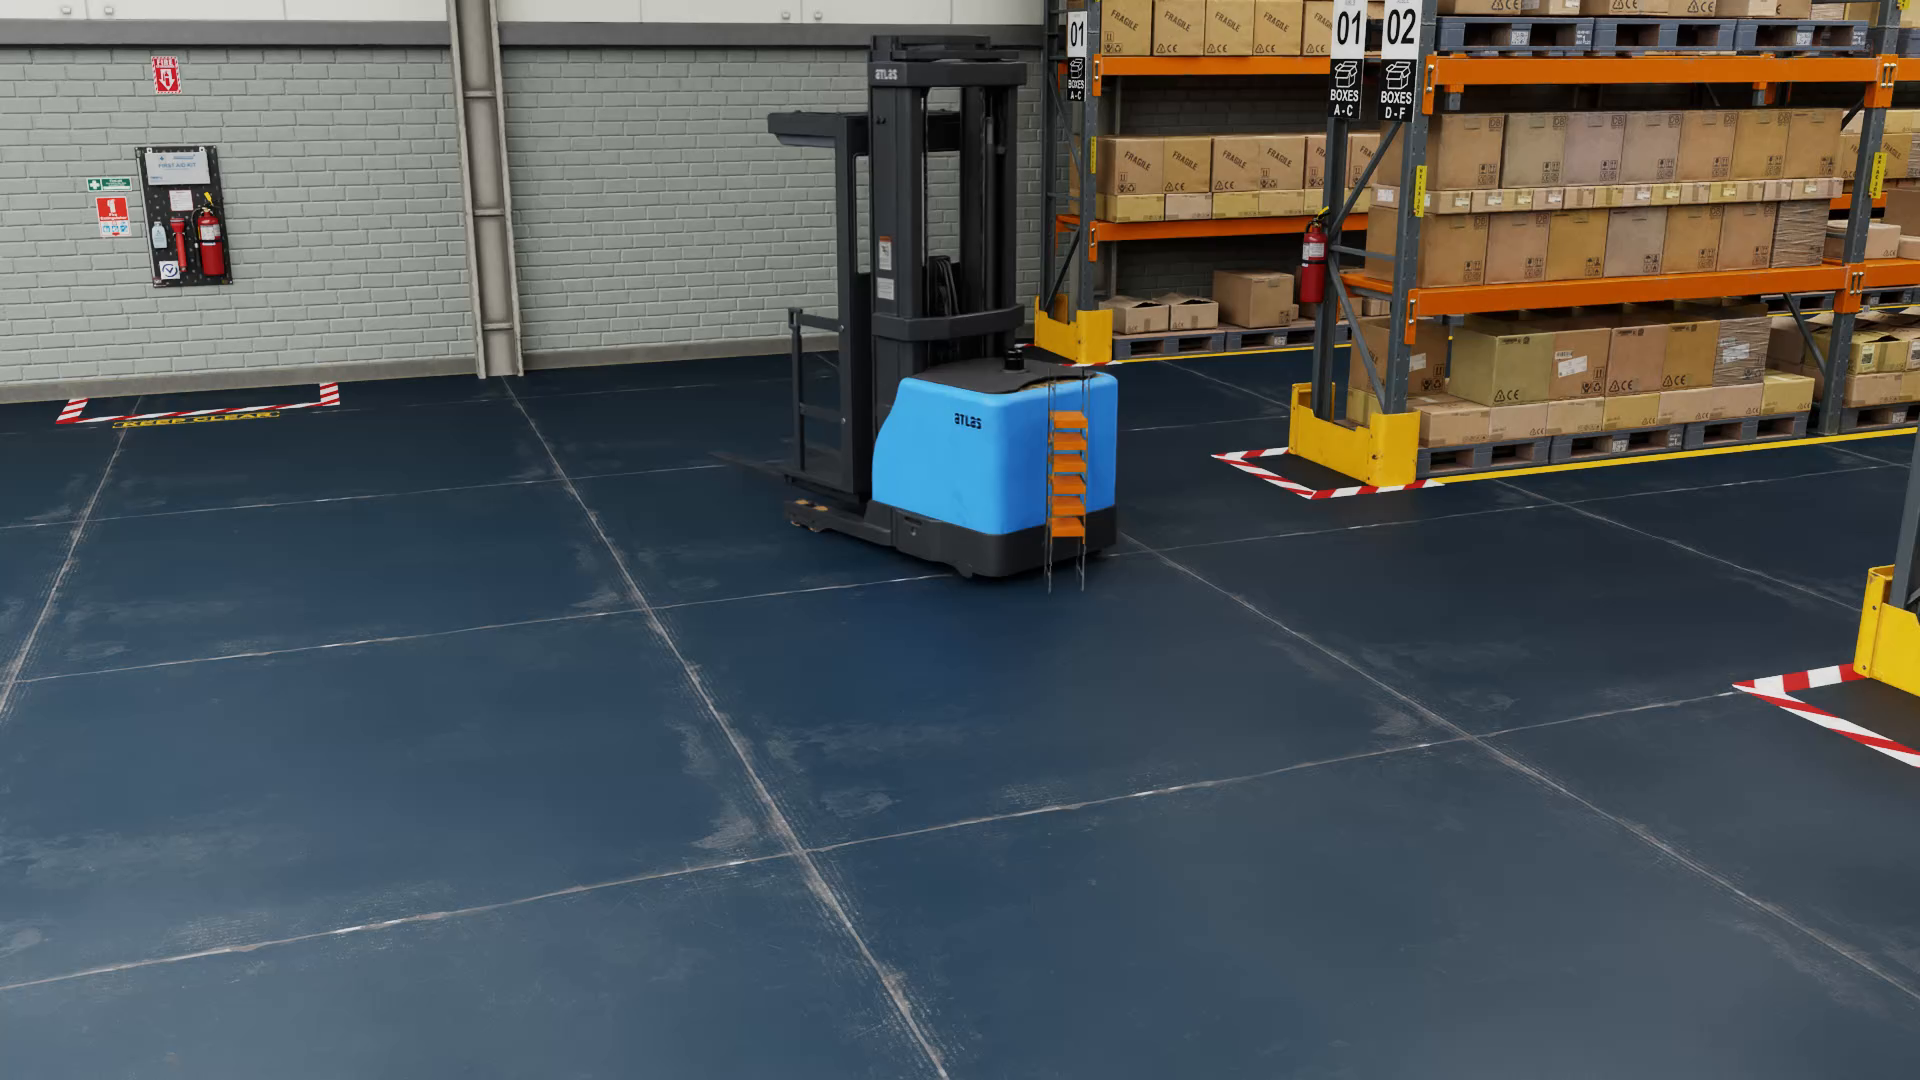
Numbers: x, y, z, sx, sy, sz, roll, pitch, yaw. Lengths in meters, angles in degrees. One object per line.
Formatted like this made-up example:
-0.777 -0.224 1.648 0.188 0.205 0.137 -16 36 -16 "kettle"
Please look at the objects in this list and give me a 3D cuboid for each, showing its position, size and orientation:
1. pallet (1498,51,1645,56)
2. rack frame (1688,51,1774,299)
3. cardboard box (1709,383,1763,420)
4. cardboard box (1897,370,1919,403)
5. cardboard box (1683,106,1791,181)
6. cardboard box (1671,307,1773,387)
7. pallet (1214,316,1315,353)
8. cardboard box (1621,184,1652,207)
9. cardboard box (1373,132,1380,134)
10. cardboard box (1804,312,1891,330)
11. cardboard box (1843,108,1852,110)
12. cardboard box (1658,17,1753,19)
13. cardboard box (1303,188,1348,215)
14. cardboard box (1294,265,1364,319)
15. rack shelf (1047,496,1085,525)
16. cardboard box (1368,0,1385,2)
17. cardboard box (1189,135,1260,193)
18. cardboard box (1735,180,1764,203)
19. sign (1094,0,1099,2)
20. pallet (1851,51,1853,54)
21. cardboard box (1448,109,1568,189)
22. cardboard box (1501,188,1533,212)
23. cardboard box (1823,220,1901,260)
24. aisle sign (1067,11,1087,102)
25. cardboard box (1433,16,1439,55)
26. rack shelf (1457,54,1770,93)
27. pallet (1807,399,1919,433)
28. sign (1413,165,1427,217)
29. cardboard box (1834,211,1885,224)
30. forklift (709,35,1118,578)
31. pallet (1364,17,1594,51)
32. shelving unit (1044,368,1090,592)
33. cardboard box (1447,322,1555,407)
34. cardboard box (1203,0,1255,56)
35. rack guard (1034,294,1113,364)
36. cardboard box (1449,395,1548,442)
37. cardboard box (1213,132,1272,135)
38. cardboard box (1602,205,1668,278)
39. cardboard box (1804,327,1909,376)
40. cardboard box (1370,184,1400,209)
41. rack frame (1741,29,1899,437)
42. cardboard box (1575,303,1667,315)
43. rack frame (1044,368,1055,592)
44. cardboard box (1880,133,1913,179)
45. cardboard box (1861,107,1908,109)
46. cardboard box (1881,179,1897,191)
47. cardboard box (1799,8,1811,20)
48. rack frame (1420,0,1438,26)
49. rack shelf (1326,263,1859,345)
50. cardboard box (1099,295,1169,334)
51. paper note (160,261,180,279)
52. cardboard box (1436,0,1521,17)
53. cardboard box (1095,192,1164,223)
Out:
6.348 -5.162 17.364 1.003 0.211 1.213 -6 17 -20 "pallet"
8.501 -4.077 18.658 0.127 3.000 1.000 -6 17 -20 "rack frame"
5.717 -1.101 12.658 0.500 0.250 0.500 -6 17 -20 "cardboard box"
7.485 -1.280 13.267 0.500 0.250 0.500 -6 17 -19 "cardboard box"
5.659 -2.944 12.318 0.500 0.500 0.700 -6 17 -20 "cardboard box"
5.716 -1.461 12.554 0.500 0.500 0.500 -6 17 -20 "cardboard box"
3.010 -2.135 16.993 1.213 0.211 1.003 -6 17 -20 "pallet"
4.686 -2.464 11.838 0.250 0.149 0.380 -6 17 -20 "cardboard box"
4.435 -3.842 16.758 0.500 0.500 0.500 -6 17 -20 "cardboard box"
7.301 -1.692 13.677 0.500 0.311 0.500 -6 17 -19 "cardboard box"
10.272 -4.905 19.405 0.500 0.250 0.500 -7 18 -21 "cardboard box"
5.473 -4.000 12.237 0.500 0.311 0.500 -7 18 -23 "cardboard box"
3.500 -3.381 16.519 0.500 0.250 0.500 -6 17 -20 "cardboard box"
3.811 -2.570 17.183 0.500 0.500 0.500 -8 18 -24 "cardboard box"
0.580 -0.167 9.118 0.180 0.103 0.258 -1 16 -4 "rack shelf"
3.884 -5.470 16.091 0.500 0.500 0.500 -5 17 -17 "cardboard box"
2.534 -3.635 16.051 0.500 0.500 0.500 -7 18 -22 "cardboard box"
5.645 -2.568 12.191 0.250 0.149 0.380 -6 17 -20 "cardboard box"
1.225 -4.986 14.880 0.005 0.325 0.100 -6 17 -20 "sign"
10.127 -5.618 18.917 1.213 0.211 1.003 -5 17 -18 "pallet"
3.786 -2.741 11.630 0.500 0.500 0.700 -7 18 -22 "cardboard box"
3.729 -2.362 11.488 0.250 0.149 0.380 -6 17 -20 "cardboard box"
6.986 -2.360 13.077 0.500 0.250 0.500 -5 17 -17 "cardboard box"
1.071 -4.432 15.252 0.004 0.787 0.394 -6 17 -20 "aisle sign"
4.381 -5.054 16.449 0.500 0.500 0.500 -6 17 -19 "cardboard box"
6.634 -4.969 17.650 4.000 0.370 1.077 -6 17 -20 "rack shelf"
7.216 -1.117 13.529 1.213 0.211 1.003 -6 17 -20 "pallet"
3.000 -2.274 10.842 0.005 0.325 0.100 -6 17 -20 "sign"
10.847 -3.460 19.628 0.750 0.750 0.750 -6 17 -18 "cardboard box"
-0.446 -1.535 10.124 1.130 2.935 3.031 -14 22 -40 "forklift"
3.476 -3.429 11.284 1.213 0.211 1.003 -6 17 -20 "pallet"
0.581 -0.325 9.072 0.189 1.200 0.258 -1 16 -4 "shelving unit"
3.853 -1.256 11.855 0.500 0.500 0.500 -6 17 -20 "cardboard box"
2.430 -4.833 15.697 0.500 0.500 0.500 -5 17 -18 "cardboard box"
1.102 -2.079 16.290 0.348 0.500 1.175 -6 17 -20 "rack guard"
3.853 -0.897 11.962 0.500 0.250 0.500 -6 17 -20 "cardboard box"
2.820 -3.824 16.695 0.500 0.500 0.500 -6 17 -19 "cardboard box"
4.692 -2.216 12.143 0.500 0.500 0.700 -6 17 -18 "cardboard box"
7.017 -1.498 13.016 0.500 0.311 0.500 -6 17 -20 "cardboard box"
3.096 -2.415 11.671 0.250 0.149 0.380 -6 18 -21 "cardboard box"
6.542 -2.371 12.848 0.127 3.000 1.000 -6 17 -20 "rack frame"
5.063 -1.548 12.848 0.500 0.500 0.500 -6 17 -20 "cardboard box"
0.489 -0.324 9.066 0.006 1.200 0.240 -1 16 -4 "rack frame"
10.486 -4.414 19.063 0.500 0.500 0.500 -6 17 -19 "cardboard box"
10.761 -4.956 19.580 0.500 0.250 0.500 -7 18 -22 "cardboard box"
10.568 -4.120 19.216 0.250 0.149 0.380 -6 17 -18 "cardboard box"
8.925 -5.838 18.374 0.500 0.500 0.700 -8 18 -24 "cardboard box"
2.807 -4.846 10.629 0.127 3.000 1.000 -6 17 -20 "rack frame"
4.674 -1.824 12.262 4.000 0.370 1.077 -6 17 -20 "rack shelf"
1.709 -2.238 16.385 0.500 0.311 0.500 -8 18 -26 "cardboard box"
-6.739 -2.302 14.178 0.142 0.148 0.016 -6 17 -20 "paper note"
3.345 -3.782 11.152 0.637 0.503 0.797 -5 17 -16 "cardboard box"
1.600 -3.174 15.813 0.500 0.250 0.500 -7 18 -22 "cardboard box"
